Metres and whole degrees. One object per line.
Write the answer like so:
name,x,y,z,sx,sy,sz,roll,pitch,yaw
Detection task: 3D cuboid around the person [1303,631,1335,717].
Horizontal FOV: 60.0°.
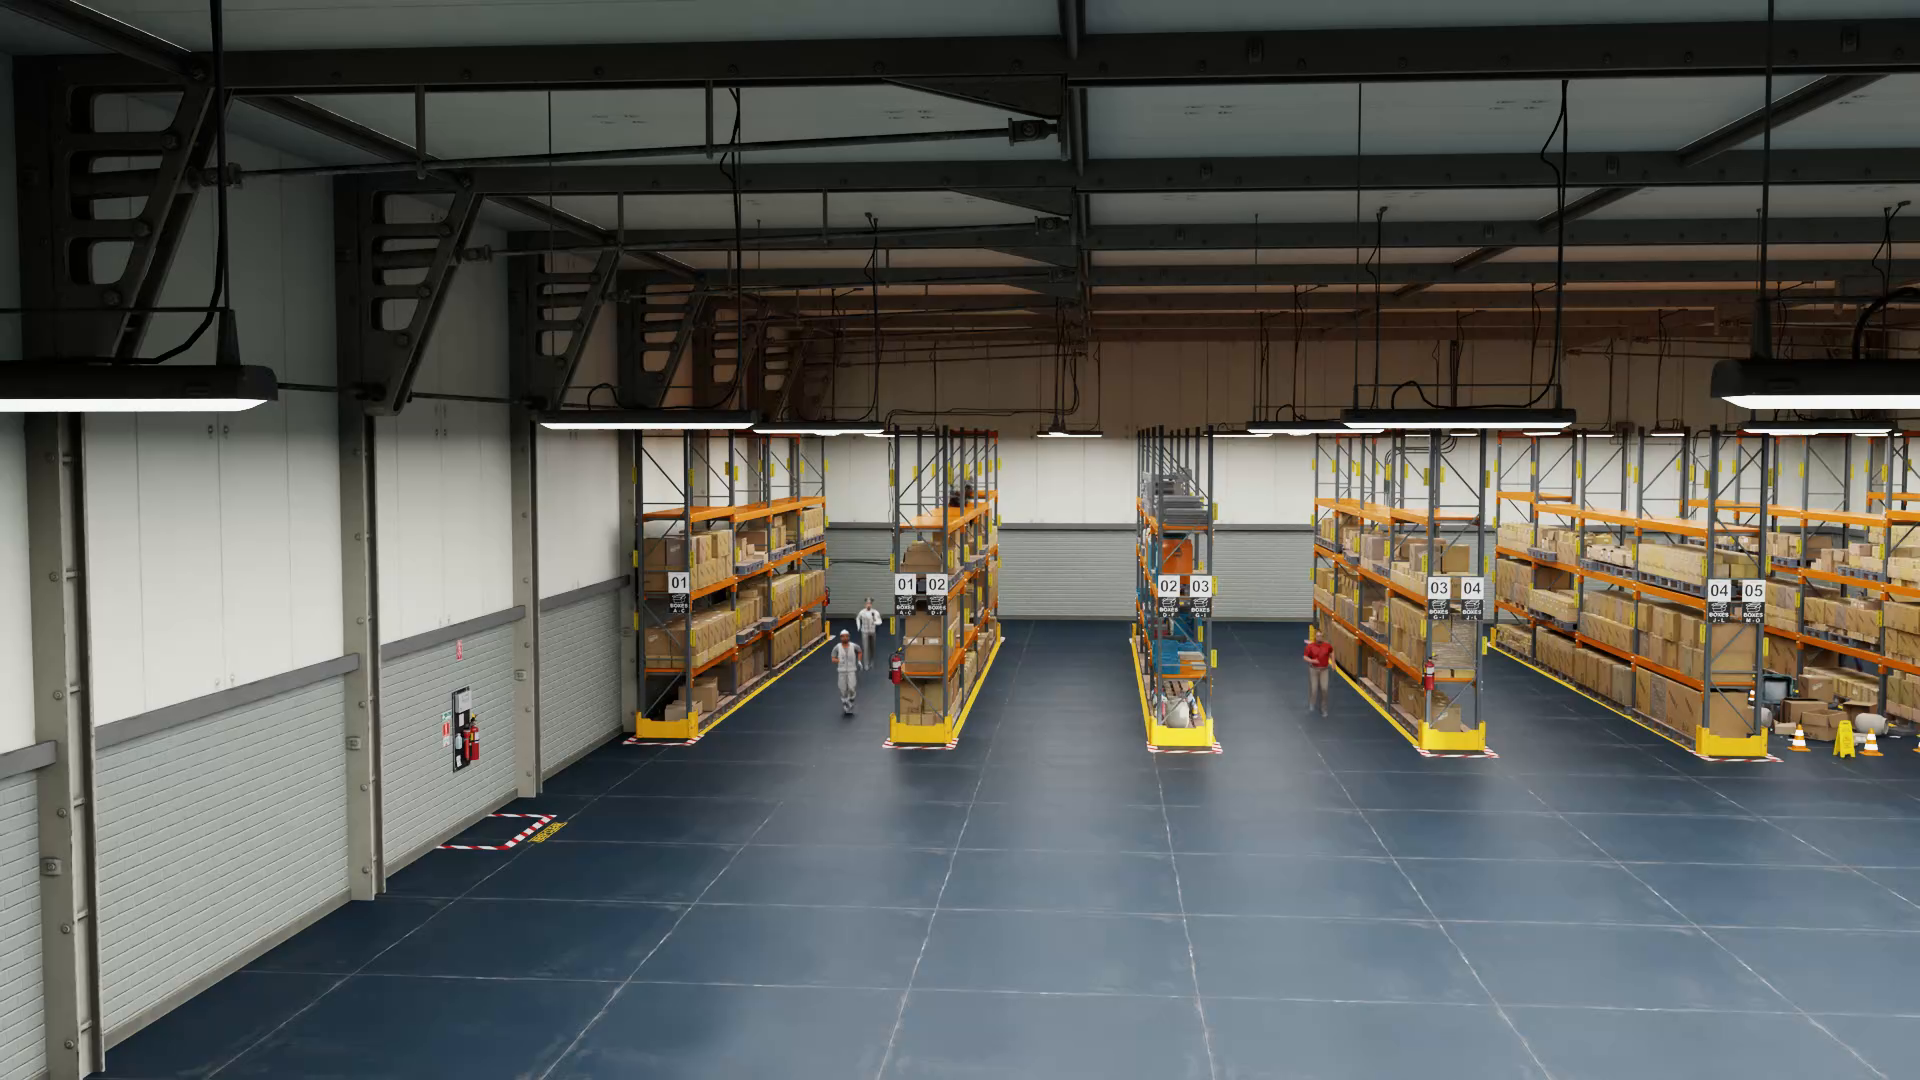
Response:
person,7.478,2.802,34.636,0.683,1.821,0.783,0,3,3

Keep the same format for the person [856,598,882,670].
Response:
person,-2.156,2.219,39.323,0.614,1.722,0.873,0,3,-2

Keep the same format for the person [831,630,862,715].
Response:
person,-2.352,2.755,34.526,0.650,1.774,0.674,0,3,-1

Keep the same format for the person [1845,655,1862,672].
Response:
person,21.780,2.441,40.674,0.624,1.676,0.875,0,3,2
